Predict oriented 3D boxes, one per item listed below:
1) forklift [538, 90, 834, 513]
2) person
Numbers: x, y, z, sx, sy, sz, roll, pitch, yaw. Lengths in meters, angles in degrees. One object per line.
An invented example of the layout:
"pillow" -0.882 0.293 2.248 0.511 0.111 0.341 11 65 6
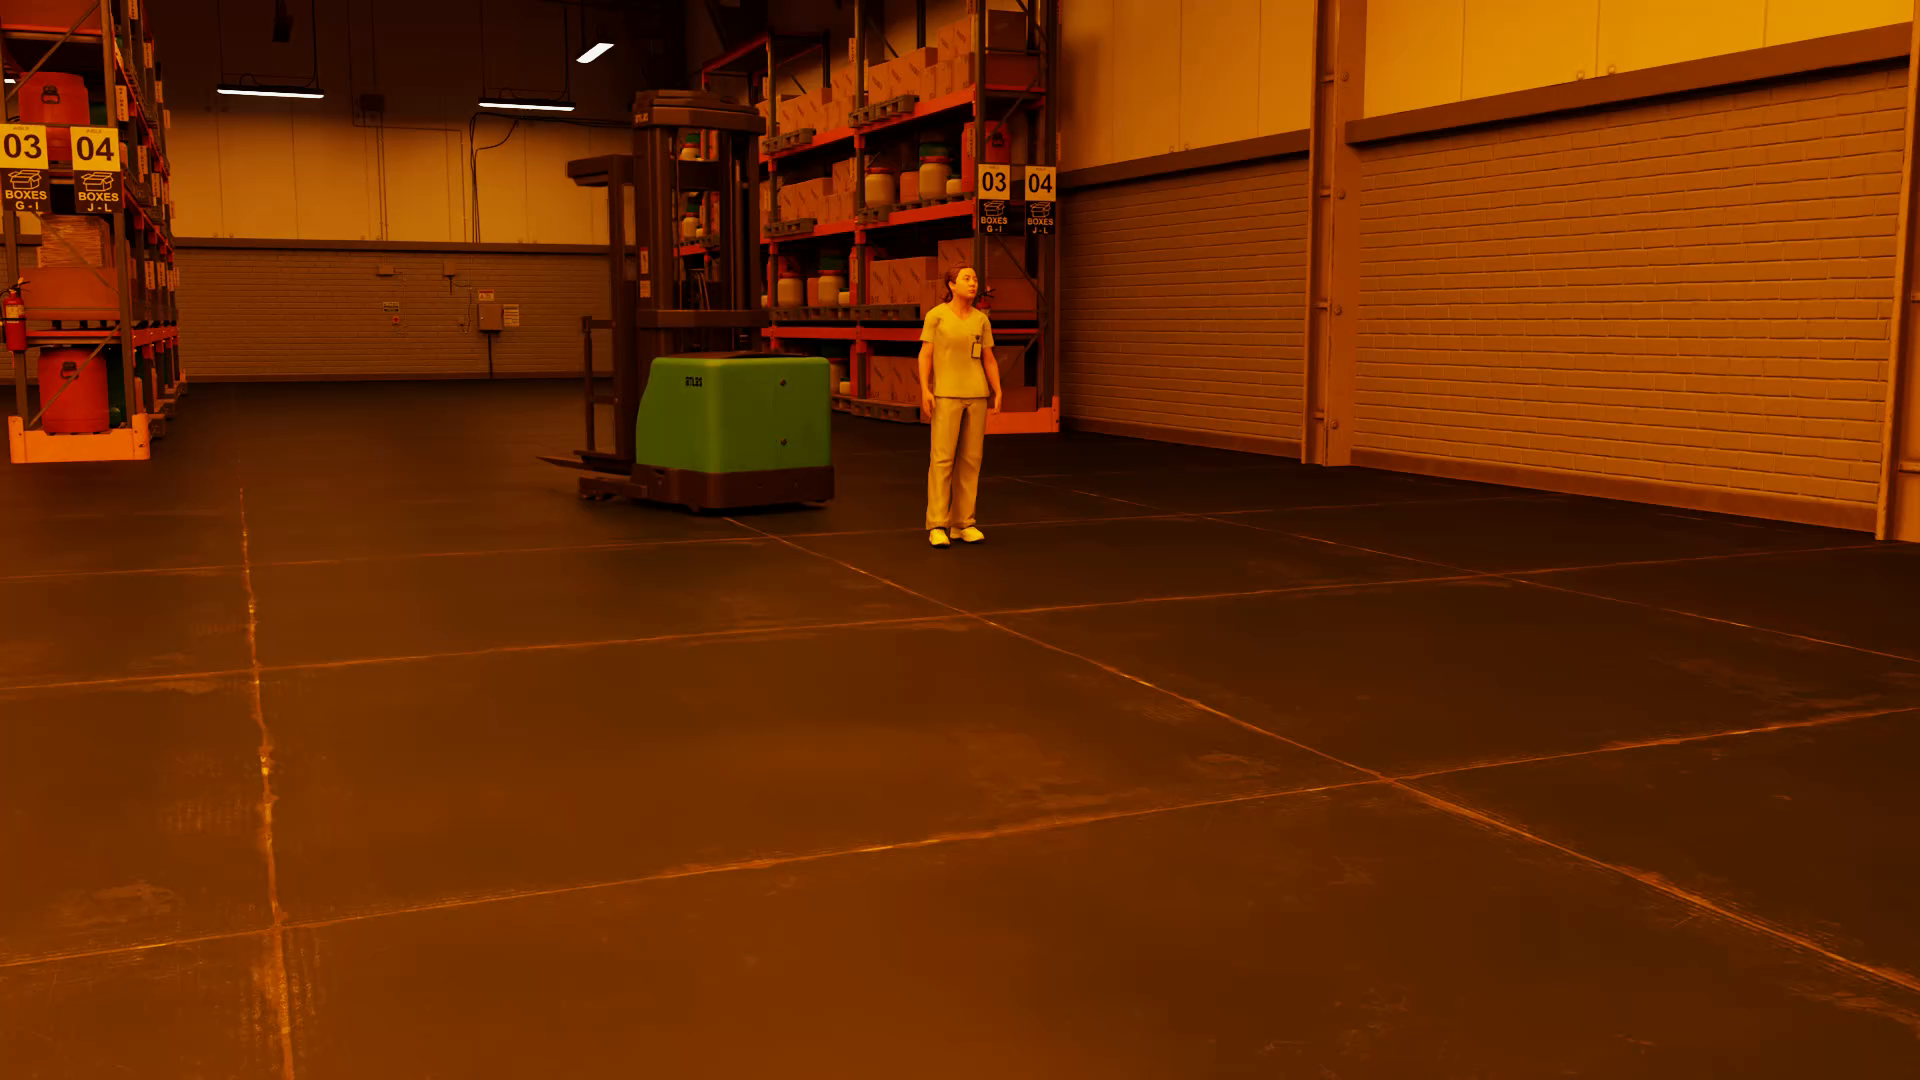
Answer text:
"forklift" -2.223 -1.782 12.461 1.130 2.935 3.031 -6 10 -39
"person" 0.017 -0.824 9.972 0.549 1.665 0.549 -3 8 -23
